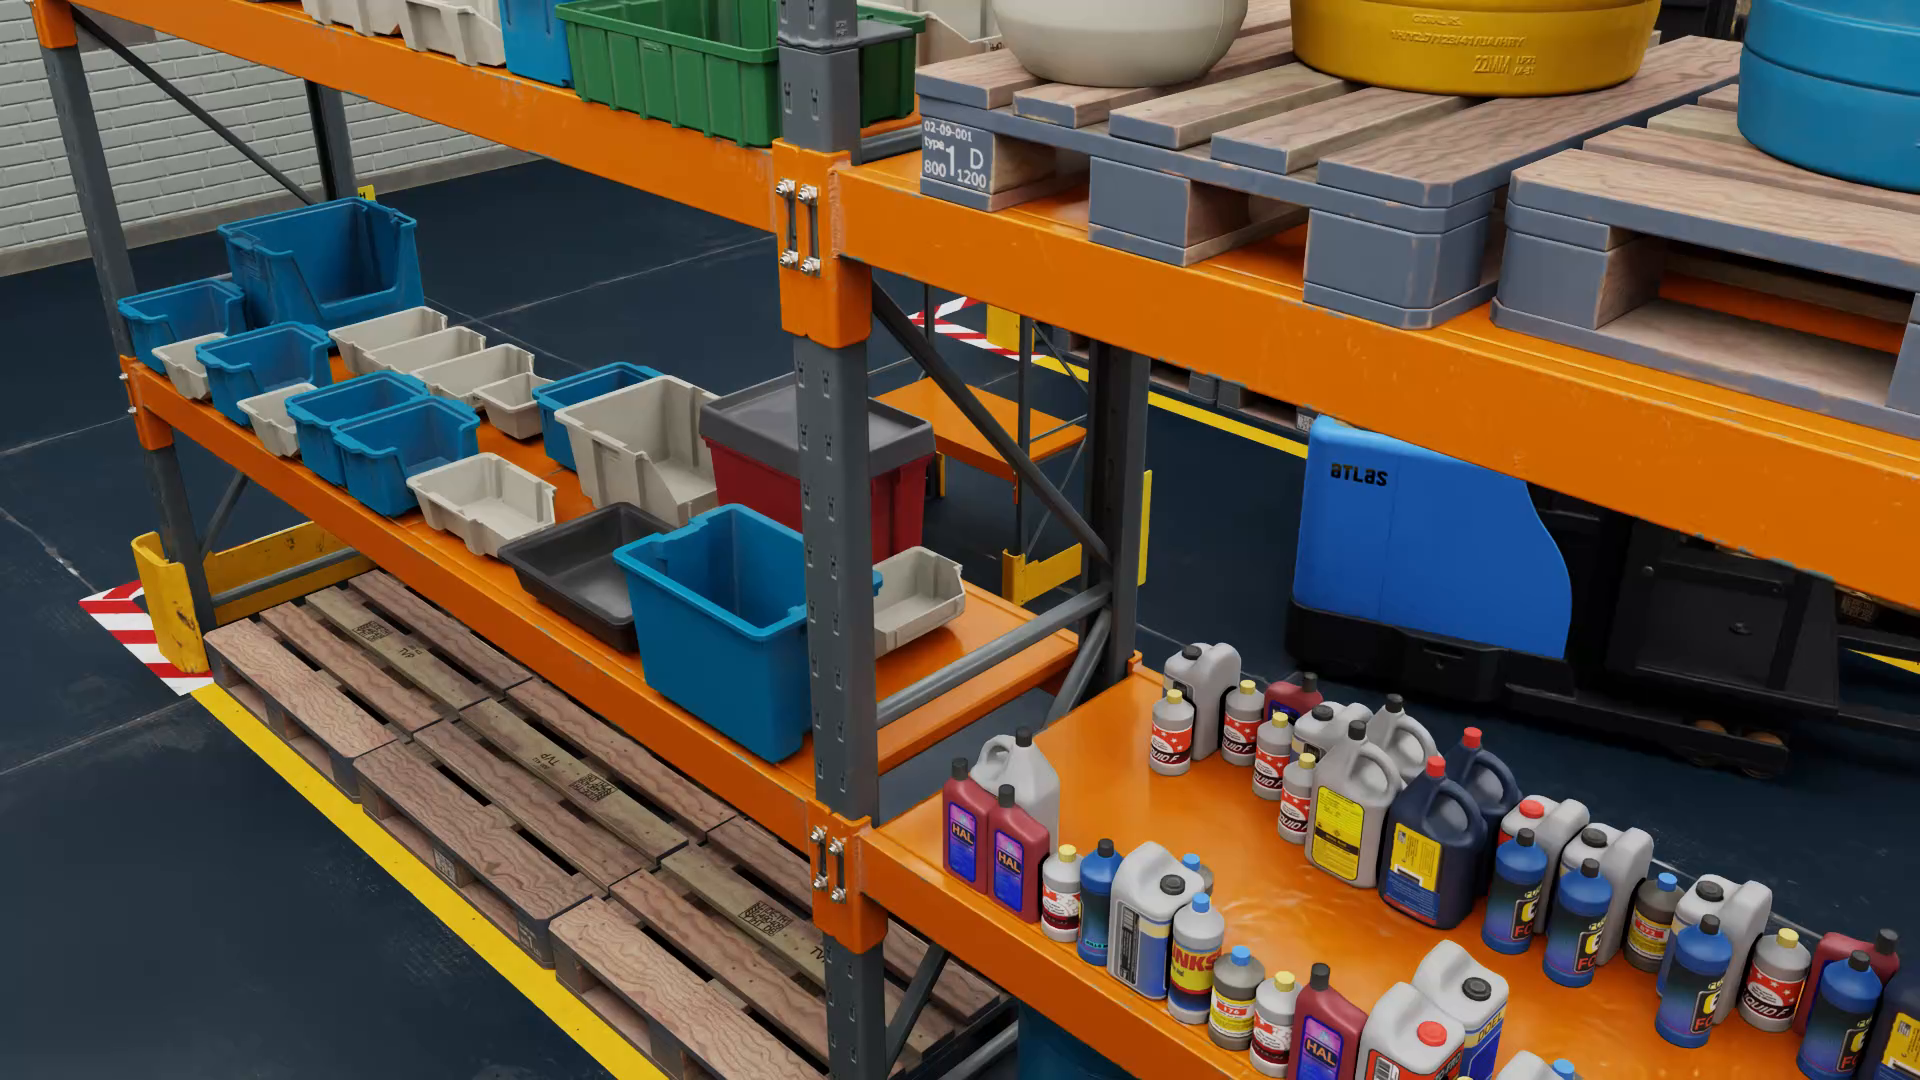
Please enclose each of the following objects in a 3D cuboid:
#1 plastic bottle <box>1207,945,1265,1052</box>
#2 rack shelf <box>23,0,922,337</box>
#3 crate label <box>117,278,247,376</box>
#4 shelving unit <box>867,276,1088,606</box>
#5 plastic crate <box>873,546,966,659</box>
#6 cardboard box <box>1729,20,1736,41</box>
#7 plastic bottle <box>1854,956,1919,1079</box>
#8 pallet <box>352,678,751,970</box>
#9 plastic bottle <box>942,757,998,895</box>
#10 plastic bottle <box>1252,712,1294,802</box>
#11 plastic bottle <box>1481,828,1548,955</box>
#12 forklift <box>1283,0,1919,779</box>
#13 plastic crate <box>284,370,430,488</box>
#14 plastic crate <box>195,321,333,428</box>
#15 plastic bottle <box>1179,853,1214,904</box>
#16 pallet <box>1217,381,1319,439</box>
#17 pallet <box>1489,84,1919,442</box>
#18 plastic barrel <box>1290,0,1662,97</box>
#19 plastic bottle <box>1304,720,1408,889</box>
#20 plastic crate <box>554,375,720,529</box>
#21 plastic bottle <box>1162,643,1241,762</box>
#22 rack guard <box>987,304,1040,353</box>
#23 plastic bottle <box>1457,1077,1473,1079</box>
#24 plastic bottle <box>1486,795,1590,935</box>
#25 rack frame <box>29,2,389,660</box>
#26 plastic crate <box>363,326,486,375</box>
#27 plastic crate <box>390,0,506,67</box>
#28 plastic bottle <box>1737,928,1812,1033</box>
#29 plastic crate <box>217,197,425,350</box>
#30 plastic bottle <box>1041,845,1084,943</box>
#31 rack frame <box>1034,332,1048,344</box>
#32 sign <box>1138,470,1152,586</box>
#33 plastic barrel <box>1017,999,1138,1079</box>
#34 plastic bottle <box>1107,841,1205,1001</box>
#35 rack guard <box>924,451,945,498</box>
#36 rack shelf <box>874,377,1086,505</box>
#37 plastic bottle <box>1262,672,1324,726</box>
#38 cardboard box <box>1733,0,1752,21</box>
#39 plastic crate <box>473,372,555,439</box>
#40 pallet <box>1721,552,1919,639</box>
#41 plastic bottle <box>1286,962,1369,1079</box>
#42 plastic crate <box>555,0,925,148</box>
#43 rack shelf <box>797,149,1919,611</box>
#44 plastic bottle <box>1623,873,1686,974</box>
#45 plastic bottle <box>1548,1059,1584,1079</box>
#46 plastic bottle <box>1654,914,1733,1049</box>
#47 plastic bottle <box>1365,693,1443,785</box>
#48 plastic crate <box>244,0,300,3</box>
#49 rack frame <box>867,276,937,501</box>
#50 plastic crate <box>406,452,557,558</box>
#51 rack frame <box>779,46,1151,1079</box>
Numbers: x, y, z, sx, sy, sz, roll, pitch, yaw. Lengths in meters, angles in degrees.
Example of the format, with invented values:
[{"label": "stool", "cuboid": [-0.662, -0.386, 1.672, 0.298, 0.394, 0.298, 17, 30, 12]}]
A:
[{"label": "plastic bottle", "cuboid": [0.520, 0.851, 3.123, 0.097, 0.201, 0.097, 0, 28, 0]}, {"label": "rack shelf", "cuboid": [-1.363, -1.375, 4.692, 4.000, 0.370, 1.077, 25, 36, 38]}, {"label": "crate label", "cuboid": [-2.844, -0.781, 6.127, 0.303, 0.233, 0.416, 25, 36, 38]}, {"label": "shelving unit", "cuboid": [0.054, -0.639, 7.354, 1.083, 1.500, 0.587, 25, 36, 38]}, {"label": "plastic crate", "cuboid": [-0.168, 0.178, 4.408, 0.243, 0.136, 0.396, 25, 36, 38]}, {"label": "cardboard box", "cuboid": [3.374, -1.995, 7.357, 0.500, 0.500, 0.500, 25, 36, 38]}, {"label": "plastic bottle", "cuboid": [1.734, 0.860, 2.945, 0.185, 0.351, 0.144, 25, 36, 38]}, {"label": "pallet", "cuboid": [-1.362, 0.896, 5.819, 1.213, 0.211, 1.003, 25, 36, 38]}, {"label": "plastic bottle", "cuboid": [0.026, 0.600, 3.511, 0.133, 0.283, 0.061, 25, 36, 38]}, {"label": "plastic bottle", "cuboid": [0.725, 0.489, 3.811, 0.097, 0.201, 0.097, 0, 28, 0]}, {"label": "plastic bottle", "cuboid": [1.117, 0.697, 3.341, 0.097, 0.271, 0.097, 0, 28, 0]}, {"label": "forklift", "cuboid": [2.880, -0.706, 5.944, 3.031, 2.935, 1.130, 12, 30, 21]}, {"label": "plastic crate", "cuboid": [-1.905, -0.351, 5.310, 0.300, 0.233, 0.416, 25, 36, 38]}, {"label": "plastic crate", "cuboid": [-2.374, -0.566, 5.719, 0.300, 0.233, 0.416, 25, 36, 38]}, {"label": "plastic bottle", "cuboid": [0.461, 0.724, 3.363, 0.097, 0.201, 0.097, 0, 28, 0]}, {"label": "pallet", "cuboid": [2.174, -0.795, 9.035, 1.213, 0.211, 1.003, 25, 36, 38]}, {"label": "pallet", "cuboid": [1.502, -0.365, 2.200, 1.213, 0.211, 1.003, 25, 36, 38]}, {"label": "plastic barrel", "cuboid": [0.856, -1.079, 2.703, 0.600, 0.588, 0.600, 0, 28, 0]}, {"label": "plastic bottle", "cuboid": [0.847, 0.548, 3.538, 0.185, 0.351, 0.144, 25, 36, 38]}, {"label": "plastic crate", "cuboid": [-0.896, -0.246, 5.059, 0.530, 0.282, 0.437, 25, 36, 38]}, {"label": "plastic bottle", "cuboid": [0.571, 0.363, 3.969, 0.135, 0.276, 0.152, 25, 36, 38]}, {"label": "rack guard", "cuboid": [0.666, -1.563, 10.186, 0.348, 0.500, 1.175, 25, 36, 38]}, {"label": "plastic bottle", "cuboid": [0.850, 1.001, 2.836, 0.097, 0.201, 0.097, 0, 28, 0]}, {"label": "plastic bottle", "cuboid": [1.191, 0.647, 3.430, 0.135, 0.276, 0.152, 25, 36, 38]}, {"label": "rack frame", "cuboid": [-2.789, -1.018, 6.463, 0.127, 3.000, 1.000, 25, 36, 38]}, {"label": "plastic crate", "cuboid": [-1.884, -0.623, 5.930, 0.243, 0.136, 0.396, 25, 36, 38]}, {"label": "plastic crate", "cuboid": [-1.110, -1.213, 3.893, 0.466, 0.136, 0.293, 25, 36, 38]}, {"label": "plastic bottle", "cuboid": [1.554, 0.828, 3.165, 0.097, 0.201, 0.097, 0, 28, 0]}, {"label": "plastic crate", "cuboid": [-2.419, -1.013, 6.351, 0.499, 0.435, 0.616, 25, 36, 38]}, {"label": "plastic bottle", "cuboid": [0.216, 0.711, 3.388, 0.097, 0.201, 0.097, 0, 28, 0]}, {"label": "rack frame", "cuboid": [0.684, -2.662, 9.589, 0.127, 3.000, 1.000, 25, 36, 38]}, {"label": "sign", "cuboid": [0.450, -0.017, 4.263, 0.005, 0.325, 0.100, 25, 36, 38]}, {"label": "plastic barrel", "cuboid": [0.439, 1.213, 4.023, 0.708, 0.901, 0.600, 25, 36, 38]}, {"label": "plastic bottle", "cuboid": [0.387, 0.739, 3.255, 0.135, 0.276, 0.152, 25, 36, 38]}, {"label": "rack guard", "cuboid": [-0.301, -0.248, 7.954, 0.087, 0.250, 0.587, 25, 36, 38]}, {"label": "rack shelf", "cuboid": [0.061, -0.477, 7.432, 1.000, 0.185, 0.538, 25, 36, 38]}, {"label": "plastic bottle", "cuboid": [0.768, 0.420, 3.853, 0.133, 0.283, 0.061, 25, 36, 38]}, {"label": "cardboard box", "cuboid": [5.467, -3.718, 11.171, 0.500, 0.500, 0.500, 23, 36, 37]}, {"label": "plastic crate", "cuboid": [-1.444, -0.449, 5.601, 0.250, 0.136, 0.298, 25, 36, 38]}, {"label": "pallet", "cuboid": [4.139, 0.104, 7.325, 1.213, 0.211, 1.003, 25, 36, 38]}, {"label": "plastic bottle", "cuboid": [0.659, 0.890, 2.960, 0.133, 0.283, 0.061, 25, 36, 38]}, {"label": "plastic crate", "cuboid": [-0.451, -0.985, 3.404, 0.662, 0.188, 0.450, 25, 36, 38]}, {"label": "rack shelf", "cuboid": [1.489, -0.070, 2.209, 4.000, 0.370, 1.077, 25, 36, 38]}, {"label": "plastic bottle", "cuboid": [1.389, 0.753, 3.309, 0.097, 0.201, 0.097, 0, 28, 0]}, {"label": "plastic bottle", "cuboid": [1.026, 0.983, 2.871, 0.097, 0.201, 0.097, 0, 28, 0]}, {"label": "plastic bottle", "cuboid": [1.378, 0.816, 3.113, 0.097, 0.271, 0.097, 0, 28, 0]}, {"label": "plastic bottle", "cuboid": [0.948, 0.500, 3.629, 0.185, 0.351, 0.144, 25, 36, 38]}, {"label": "plastic crate", "cuboid": [-1.892, -1.729, 4.658, 0.767, 0.338, 0.504, 25, 36, 38]}, {"label": "rack frame", "cuboid": [-0.302, -0.802, 7.663, 0.032, 1.500, 0.500, 25, 36, 38]}, {"label": "plastic crate", "cuboid": [-1.389, -0.091, 4.919, 0.466, 0.136, 0.293, 25, 36, 38]}, {"label": "rack frame", "cuboid": [0.063, 0.287, 3.981, 0.127, 3.000, 1.000, 25, 36, 38]}]
